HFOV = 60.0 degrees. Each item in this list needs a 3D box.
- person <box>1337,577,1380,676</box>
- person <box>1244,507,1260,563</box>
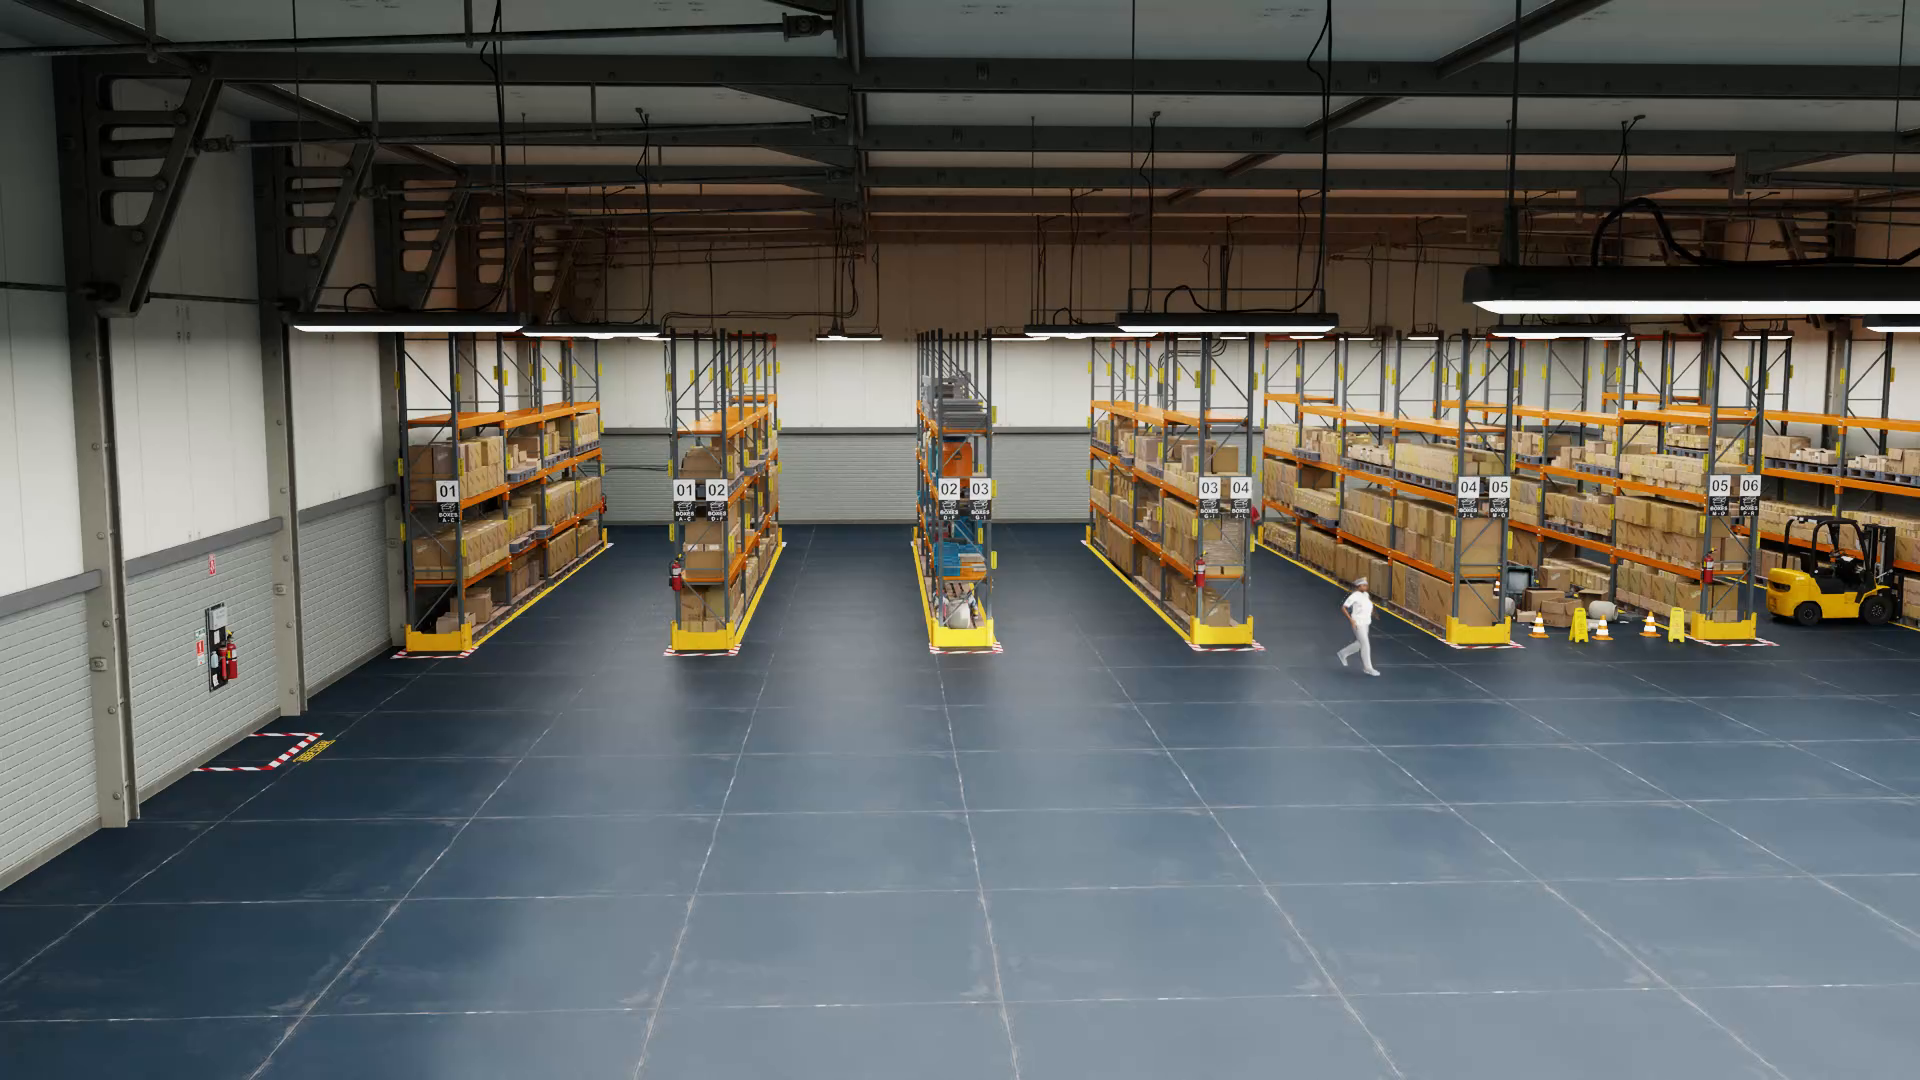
[{"bbox_3d":[6.950,1.473,28.954,0.597,1.682,0.885,-7,9,-44],"label":"person"},{"bbox_3d":[7.547,-0.277,43.699,0.674,1.694,0.901,-1,7,-7],"label":"person"}]
